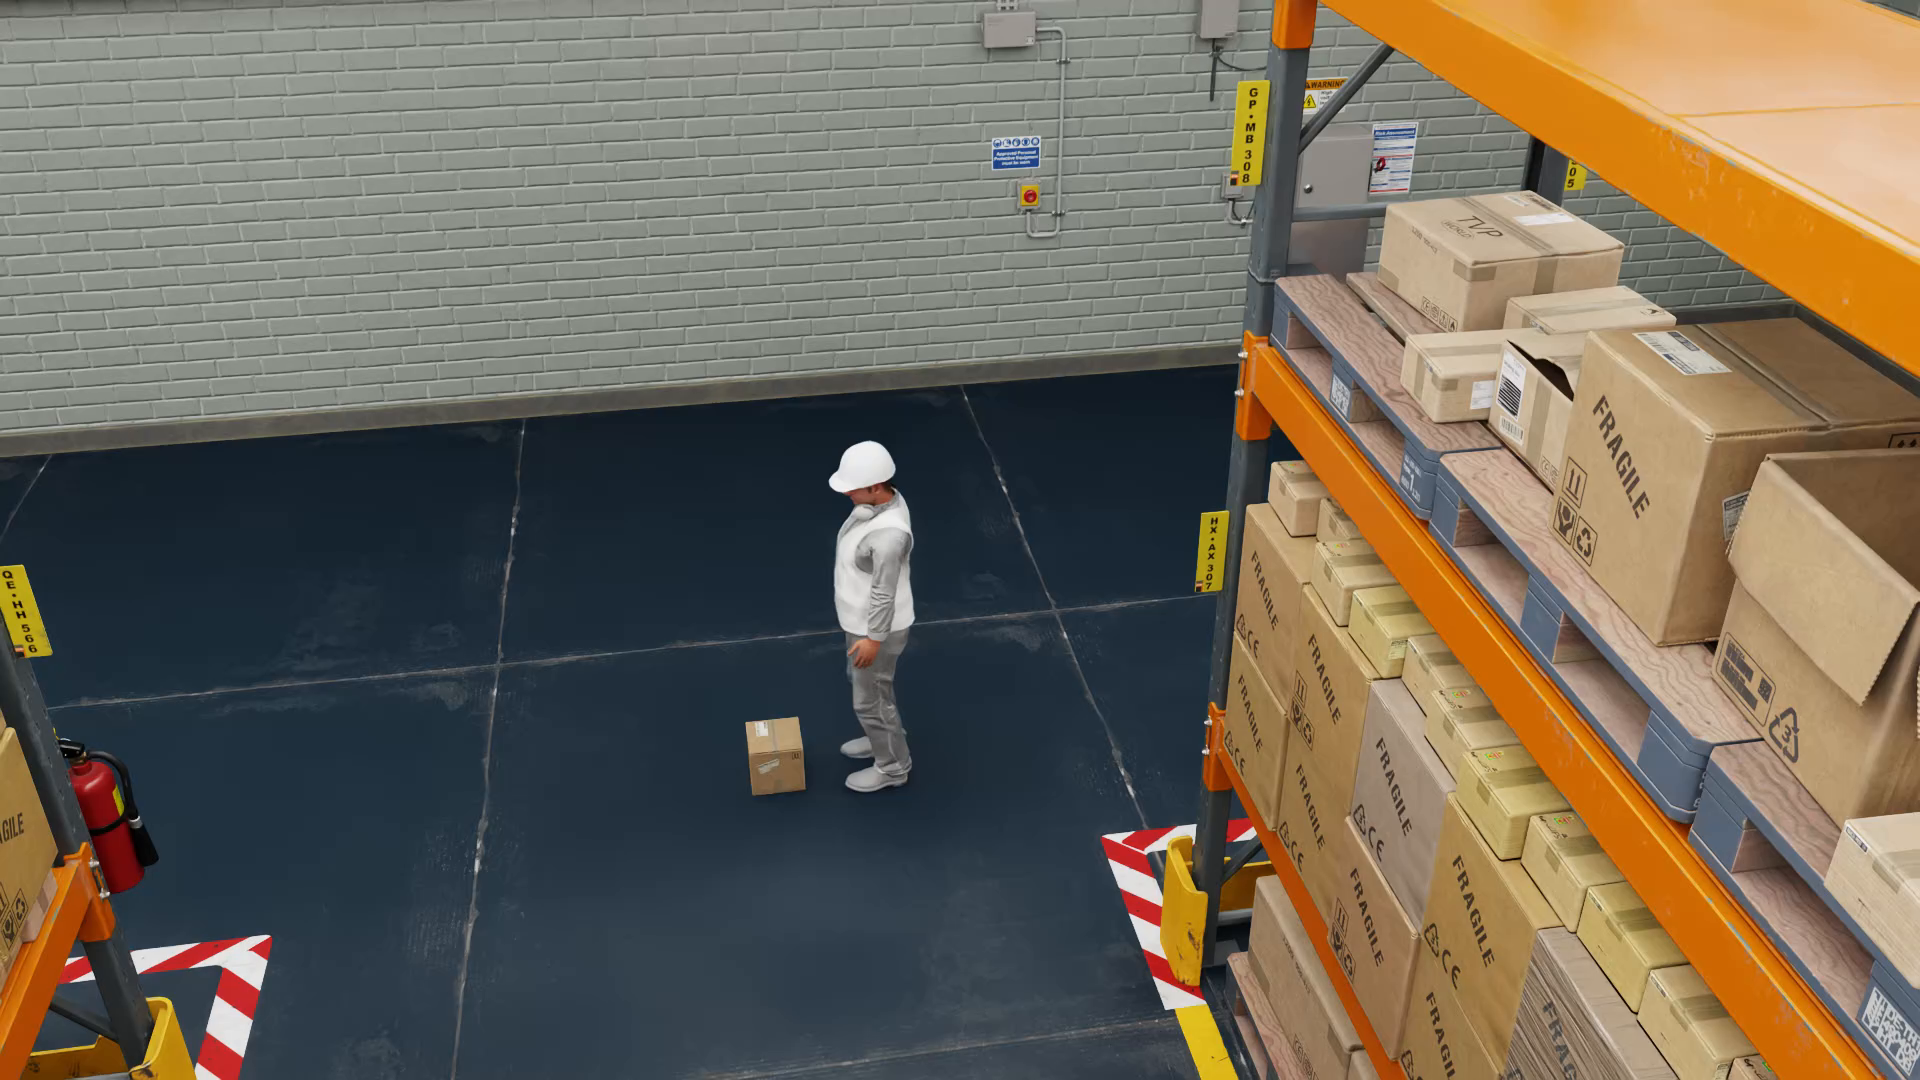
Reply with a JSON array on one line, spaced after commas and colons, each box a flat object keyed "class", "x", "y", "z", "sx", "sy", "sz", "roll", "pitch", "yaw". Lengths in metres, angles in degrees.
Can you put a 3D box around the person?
[{"class": "person", "x": -0.386, "y": 0.348, "z": 7.538, "sx": 0.356, "sy": 1.768, "sz": 0.534, "roll": -5, "pitch": 31, "yaw": -8}]
